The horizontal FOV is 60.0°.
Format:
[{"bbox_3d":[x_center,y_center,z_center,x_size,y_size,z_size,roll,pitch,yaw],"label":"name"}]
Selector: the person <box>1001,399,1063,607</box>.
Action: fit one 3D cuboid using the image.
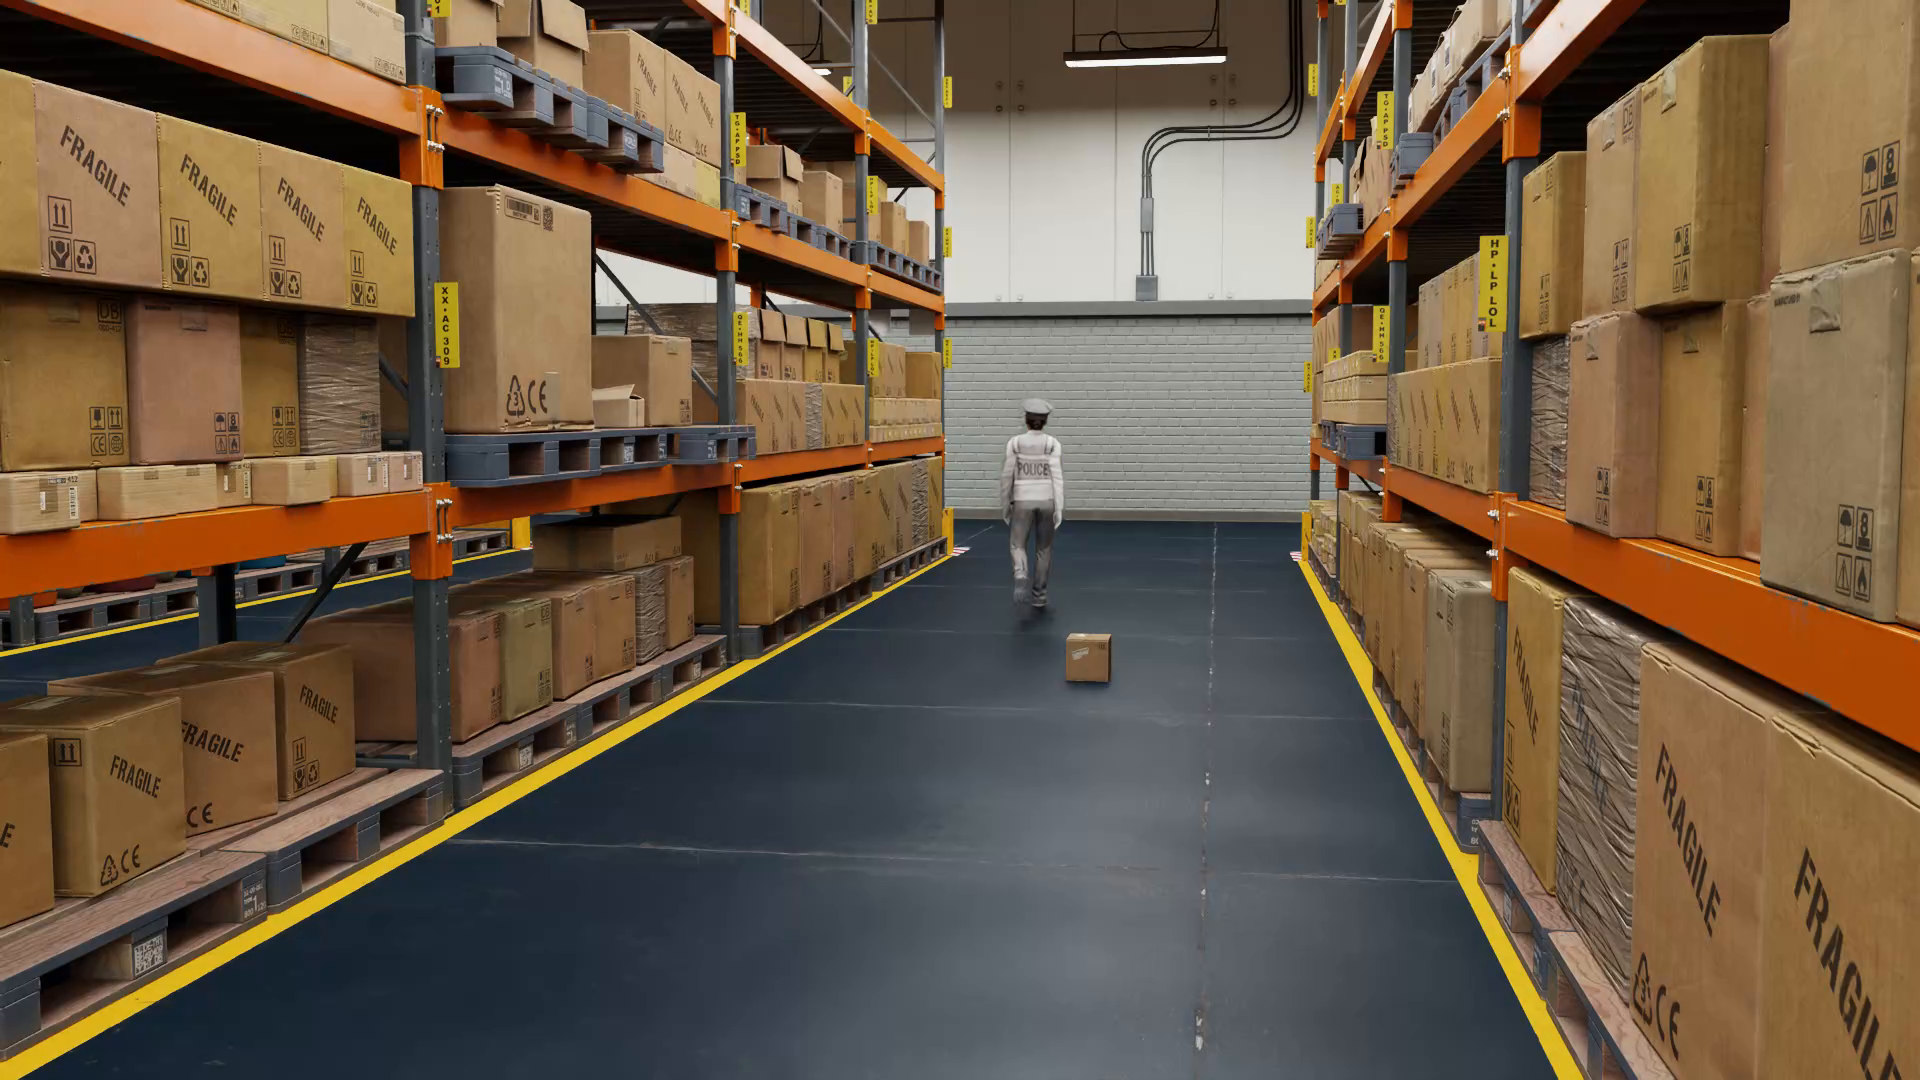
[{"bbox_3d":[0.563,-0.279,13.040,0.495,1.654,0.792,0,5,3],"label":"person"}]
